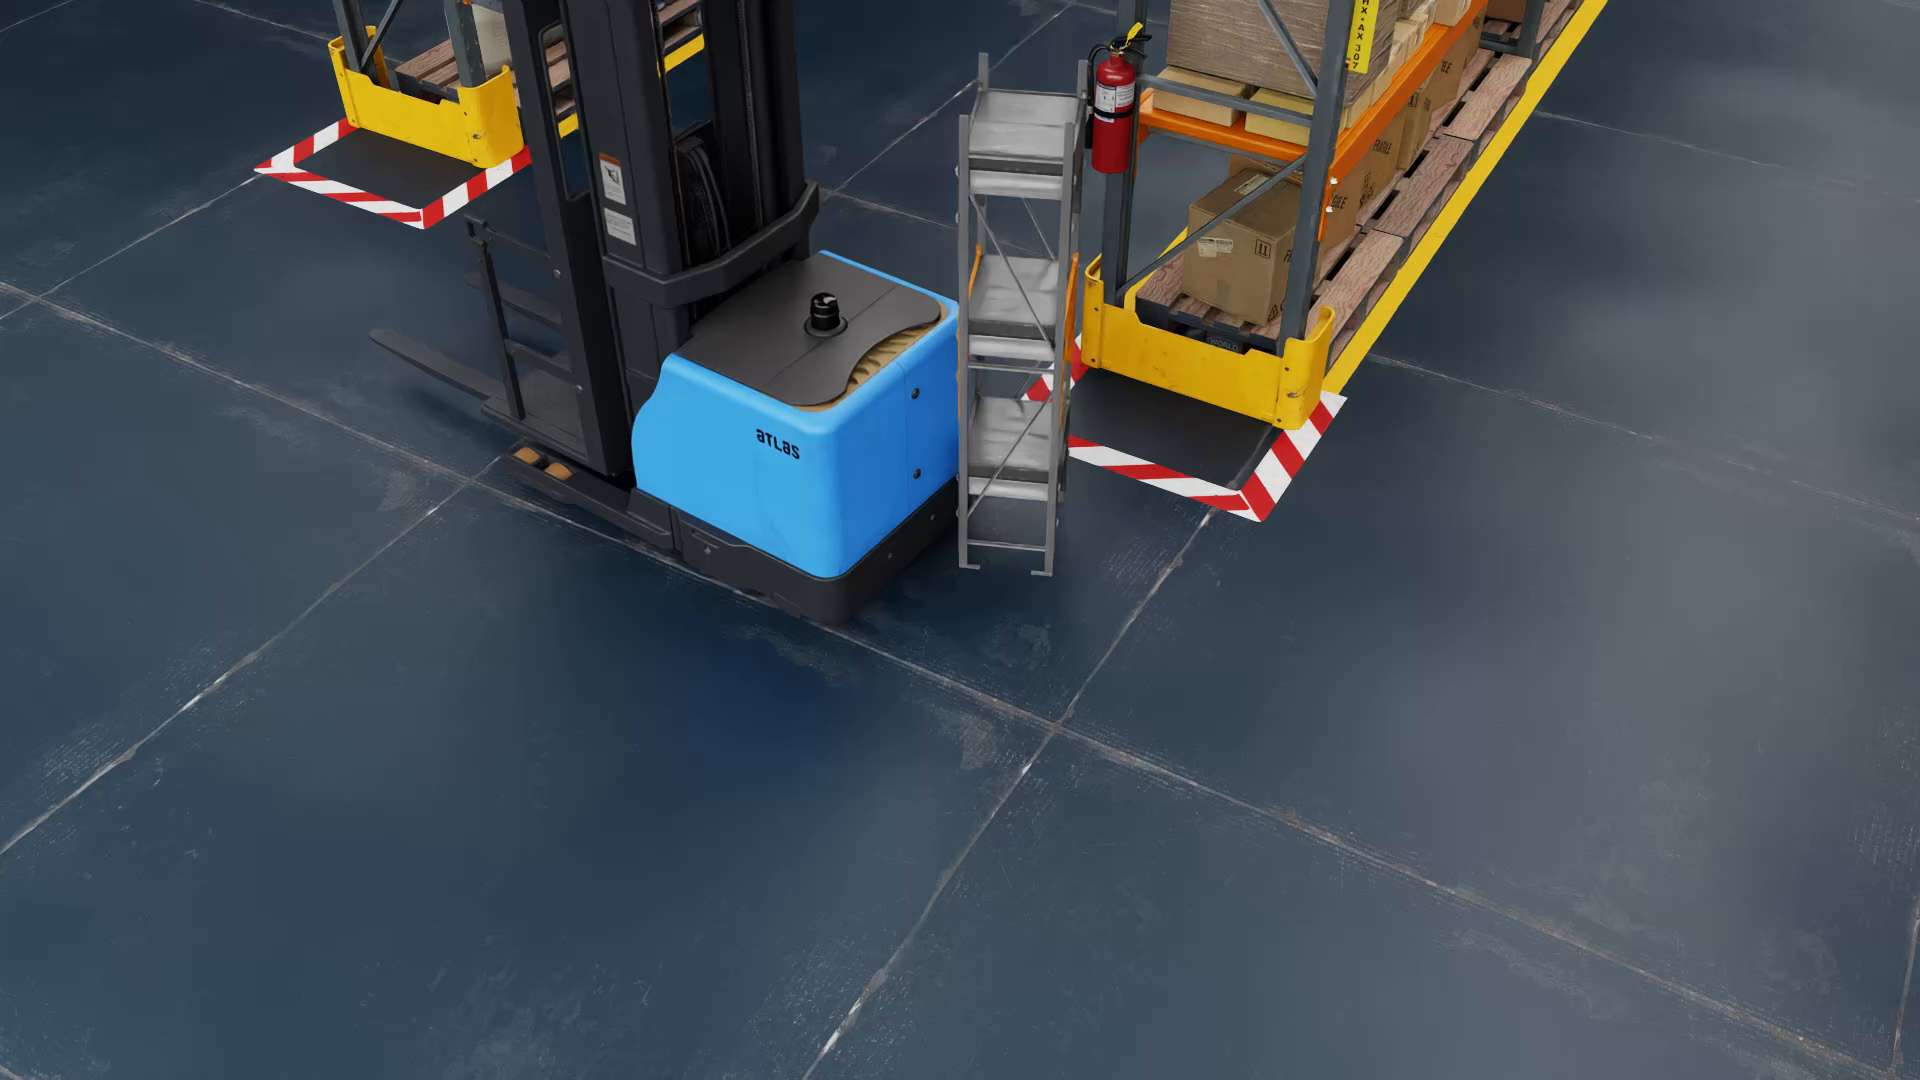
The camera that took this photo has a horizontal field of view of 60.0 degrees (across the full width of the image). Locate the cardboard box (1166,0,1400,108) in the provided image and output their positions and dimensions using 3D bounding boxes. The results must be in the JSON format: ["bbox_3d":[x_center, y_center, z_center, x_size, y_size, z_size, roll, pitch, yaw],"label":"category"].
[{"bbox_3d":[1.427,-2.329,7.325,0.875,0.500,0.500,21,45,22],"label":"cardboard box"}]

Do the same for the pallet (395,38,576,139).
[{"bbox_3d":[-2.752,-2.988,10.484,1.003,0.211,1.213,21,45,22],"label":"pallet"}]

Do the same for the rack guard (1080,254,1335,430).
[{"bbox_3d":[1.166,-0.980,7.985,1.175,0.500,0.348,21,45,22],"label":"rack guard"}]

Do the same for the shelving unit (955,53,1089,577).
[{"bbox_3d":[0.231,-0.816,6.588,0.431,2.100,0.503,6,42,6],"label":"shelving unit"}]

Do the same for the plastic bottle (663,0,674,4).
[{"bbox_3d":[-1.932,-3.621,10.877,0.097,0.201,0.097,0,41,0],"label":"plastic bottle"}]

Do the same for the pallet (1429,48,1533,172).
[{"bbox_3d":[2.824,-2.721,10.180,1.003,0.211,1.213,21,45,22],"label":"pallet"}]

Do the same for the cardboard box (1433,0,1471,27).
[{"bbox_3d":[2.311,-2.691,8.226,0.380,0.149,0.250,21,45,22],"label":"cardboard box"}]

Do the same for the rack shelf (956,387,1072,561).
[{"bbox_3d":[0.231,-0.281,7.060,0.431,0.518,0.480,6,42,6],"label":"rack shelf"}]

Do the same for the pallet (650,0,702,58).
[{"bbox_3d":[-2.141,-3.684,11.273,1.003,0.211,1.213,21,45,22],"label":"pallet"}]

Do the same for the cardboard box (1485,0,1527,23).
[{"bbox_3d":[3.455,-3.735,10.780,0.700,0.500,0.500,18,44,19],"label":"cardboard box"}]

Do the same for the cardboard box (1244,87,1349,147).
[{"bbox_3d":[1.477,-1.865,7.288,0.380,0.149,0.250,21,45,22],"label":"cardboard box"}]

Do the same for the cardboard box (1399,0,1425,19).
[{"bbox_3d":[1.861,-2.927,8.003,0.875,0.500,0.500,21,45,22],"label":"cardboard box"}]

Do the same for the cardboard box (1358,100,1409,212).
[{"bbox_3d":[2.054,-2.151,8.997,0.500,0.500,0.500,25,47,26],"label":"cardboard box"}]

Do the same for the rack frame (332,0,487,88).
[{"bbox_3d":[-3.160,-3.513,8.969,1.000,3.000,0.127,21,45,22],"label":"rack frame"}]

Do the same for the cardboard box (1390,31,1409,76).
[{"bbox_3d":[1.864,-2.289,7.770,0.380,0.149,0.250,21,45,22],"label":"cardboard box"}]

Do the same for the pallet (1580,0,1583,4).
[{"bbox_3d":[4.127,-4.264,11.932,1.003,0.211,1.213,21,45,22],"label":"pallet"}]

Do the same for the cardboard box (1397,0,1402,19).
[{"bbox_3d":[1.573,-2.655,7.695,0.875,0.500,0.500,21,45,22],"label":"cardboard box"}]

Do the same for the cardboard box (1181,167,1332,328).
[{"bbox_3d":[1.455,-1.446,8.196,0.500,0.500,0.500,30,49,29],"label":"cardboard box"}]

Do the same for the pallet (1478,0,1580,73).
[{"bbox_3d":[3.518,-3.563,11.136,1.003,0.211,1.213,21,45,22],"label":"pallet"}]

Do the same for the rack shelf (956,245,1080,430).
[{"bbox_3d":[0.231,-0.806,6.597,0.431,0.518,0.480,6,42,6],"label":"rack shelf"}]

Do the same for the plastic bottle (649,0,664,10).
[{"bbox_3d":[-1.983,-3.588,10.786,0.097,0.271,0.097,0,41,0],"label":"plastic bottle"}]

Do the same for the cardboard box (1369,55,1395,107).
[{"bbox_3d":[1.757,-2.139,7.600,0.380,0.149,0.250,21,45,22],"label":"cardboard box"}]

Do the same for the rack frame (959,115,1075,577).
[{"bbox_3d":[0.195,-0.657,6.407,0.400,2.100,0.015,6,42,6],"label":"rack frame"}]

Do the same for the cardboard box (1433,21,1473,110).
[{"bbox_3d":[2.615,-2.837,9.776,0.500,0.500,0.500,-30,50,-30],"label":"cardboard box"}]

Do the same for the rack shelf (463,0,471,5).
[{"bbox_3d":[-2.160,-4.387,10.506,1.077,0.370,4.000,21,45,22],"label":"rack shelf"}]

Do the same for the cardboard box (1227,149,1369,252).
[{"bbox_3d":[1.724,-1.799,8.597,0.500,0.500,0.500,-33,51,-32],"label":"cardboard box"}]

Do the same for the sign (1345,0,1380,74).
[{"bbox_3d":[1.598,-2.020,6.619,0.100,0.325,0.005,21,45,22],"label":"sign"}]

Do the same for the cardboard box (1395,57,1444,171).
[{"bbox_3d":[2.372,-2.456,9.343,0.500,0.500,0.500,17,44,18],"label":"cardboard box"}]

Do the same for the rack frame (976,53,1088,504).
[{"bbox_3d":[0.268,-0.976,6.769,0.400,2.100,0.015,6,42,6],"label":"rack frame"}]

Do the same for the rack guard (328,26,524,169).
[{"bbox_3d":[-3.163,-2.634,9.862,1.175,0.500,0.348,21,45,22],"label":"rack guard"}]

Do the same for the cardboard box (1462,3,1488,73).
[{"bbox_3d":[2.895,-3.167,10.151,0.500,0.500,0.500,20,45,21],"label":"cardboard box"}]

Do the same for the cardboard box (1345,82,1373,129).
[{"bbox_3d":[1.619,-2.001,7.443,0.380,0.149,0.250,21,45,22],"label":"cardboard box"}]

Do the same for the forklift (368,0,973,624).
[{"bbox_3d":[-1.441,-1.537,6.778,3.031,2.935,1.130,25,47,26],"label":"forklift"}]

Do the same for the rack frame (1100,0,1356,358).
[{"bbox_3d":[1.128,-1.875,7.109,1.000,3.000,0.127,21,45,22],"label":"rack frame"}]

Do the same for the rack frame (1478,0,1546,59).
[{"bbox_3d":[3.129,-4.163,9.708,1.000,3.000,0.127,21,45,22],"label":"rack frame"}]

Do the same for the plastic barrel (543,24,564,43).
[{"bbox_3d":[-2.646,-3.425,10.435,0.421,0.512,0.421,0,41,0],"label":"plastic barrel"}]

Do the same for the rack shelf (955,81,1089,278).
[{"bbox_3d":[0.231,-1.331,6.134,0.431,0.518,0.480,6,42,6],"label":"rack shelf"}]

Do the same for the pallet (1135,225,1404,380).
[{"bbox_3d":[1.603,-1.325,8.595,1.003,0.211,1.213,21,45,22],"label":"pallet"}]

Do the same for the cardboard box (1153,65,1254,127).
[{"bbox_3d":[1.092,-2.012,7.455,0.380,0.149,0.250,21,45,22],"label":"cardboard box"}]

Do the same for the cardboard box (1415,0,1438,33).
[{"bbox_3d":[2.097,-2.582,8.102,0.380,0.149,0.250,21,45,22],"label":"cardboard box"}]

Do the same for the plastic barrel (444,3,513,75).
[{"bbox_3d":[-2.897,-3.138,10.109,0.421,0.512,0.421,0,41,0],"label":"plastic barrel"}]

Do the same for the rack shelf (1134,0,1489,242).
[{"bbox_3d":[2.129,-2.749,8.646,1.077,0.370,4.000,21,45,22],"label":"rack shelf"}]

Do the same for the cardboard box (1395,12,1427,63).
[{"bbox_3d":[1.995,-2.430,7.930,0.380,0.149,0.250,21,45,22],"label":"cardboard box"}]

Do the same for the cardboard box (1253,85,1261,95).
[{"bbox_3d":[1.217,-2.154,7.617,0.380,0.149,0.250,21,45,22],"label":"cardboard box"}]

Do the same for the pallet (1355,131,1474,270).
[{"bbox_3d":[2.214,-2.020,9.384,1.003,0.211,1.213,21,45,22],"label":"pallet"}]

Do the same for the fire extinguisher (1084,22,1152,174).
[{"bbox_3d":[0.672,-1.932,7.233,0.296,0.674,0.183,21,45,22],"label":"fire extinguisher"}]
